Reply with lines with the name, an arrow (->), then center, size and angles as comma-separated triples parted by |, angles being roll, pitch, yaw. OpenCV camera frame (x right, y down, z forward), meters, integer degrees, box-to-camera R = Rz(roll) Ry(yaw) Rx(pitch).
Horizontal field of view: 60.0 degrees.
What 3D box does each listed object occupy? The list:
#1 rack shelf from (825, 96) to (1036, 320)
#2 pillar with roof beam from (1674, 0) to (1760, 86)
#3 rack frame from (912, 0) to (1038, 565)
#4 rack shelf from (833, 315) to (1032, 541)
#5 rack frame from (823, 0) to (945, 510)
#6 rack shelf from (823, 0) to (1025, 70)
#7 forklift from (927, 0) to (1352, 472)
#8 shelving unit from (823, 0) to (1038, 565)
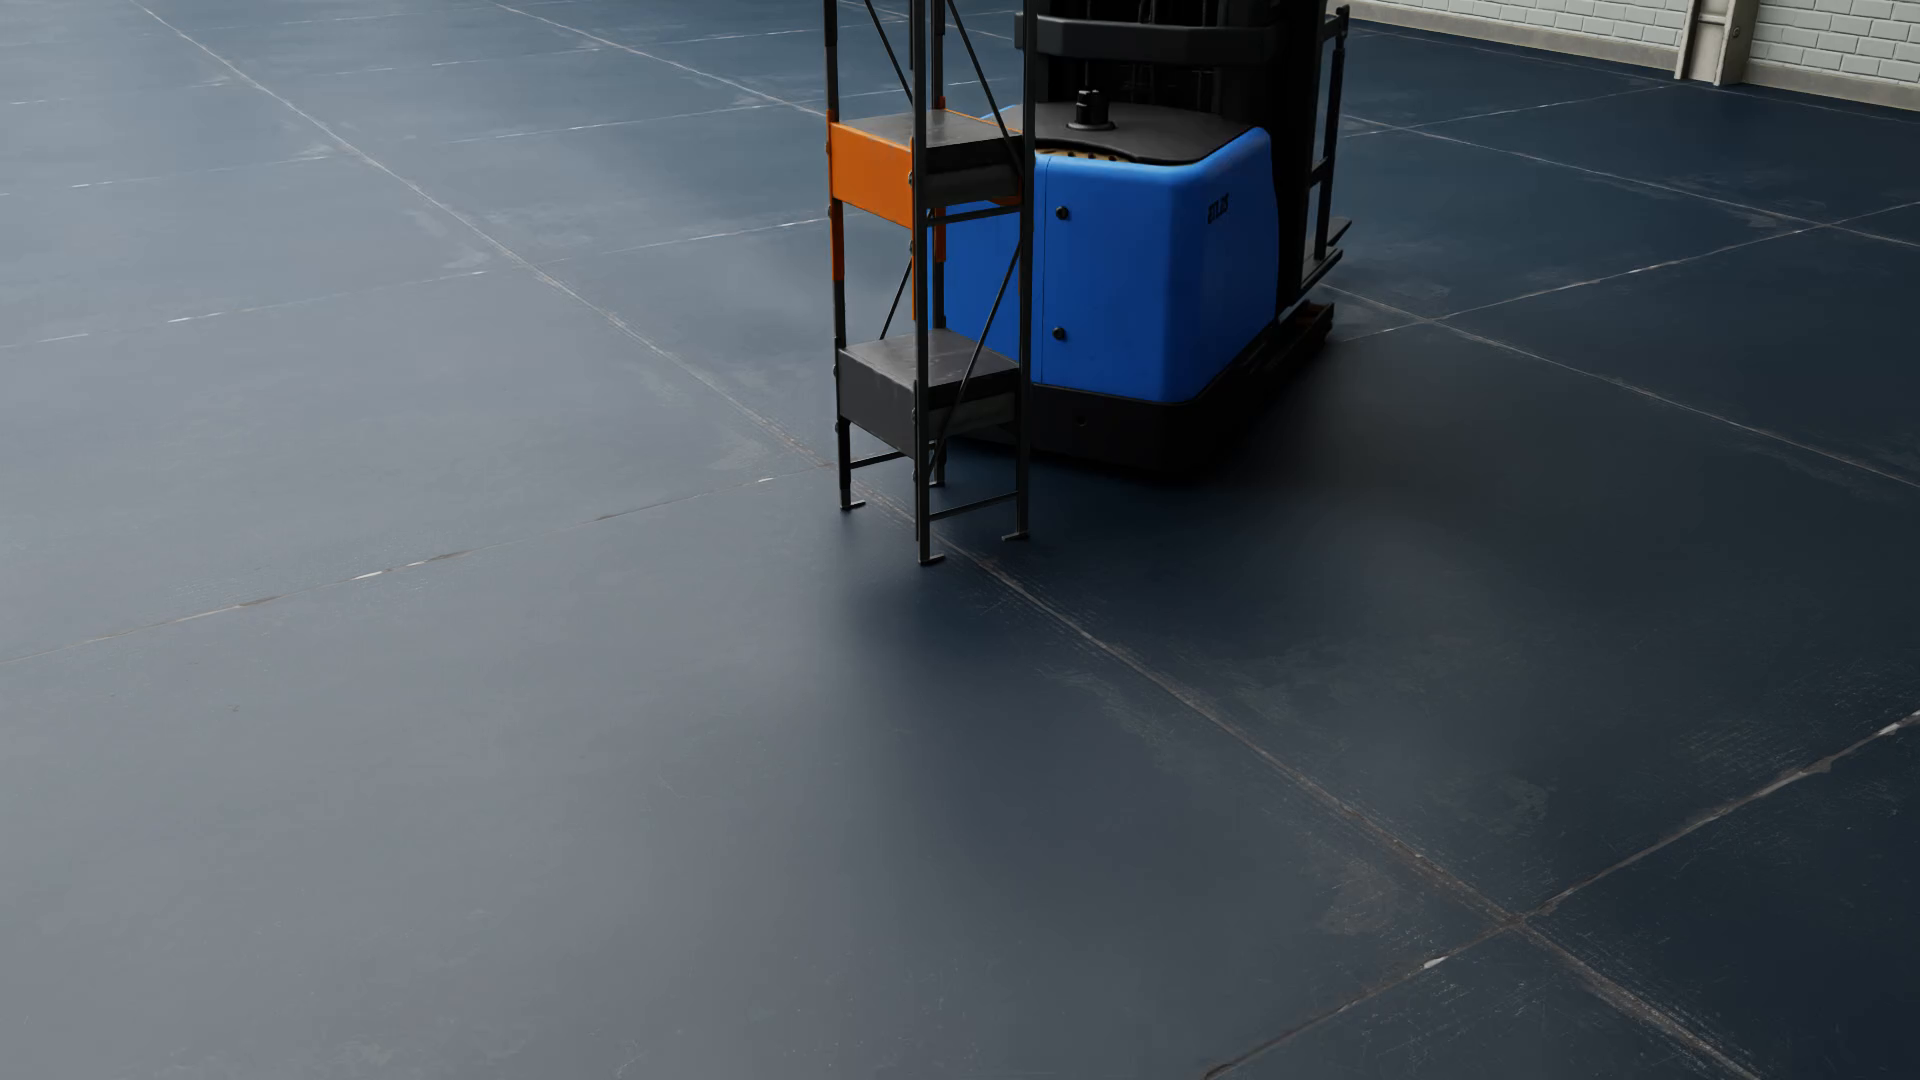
rack shelf -> -0.090, -0.996, 4.933 | 0.431, 0.518, 0.480 | -16, 29, -30
pillar with roof beam -> 2.103, -6.575, 8.636 | 9.100, 9.000, 0.400 | -16, 29, -30
rack frame -> 0.043, -0.921, 4.742 | 0.400, 2.100, 0.015 | -16, 29, -30
rack shelf -> -0.090, -0.363, 5.232 | 0.431, 0.518, 0.480 | -16, 29, -30
rack frame -> -0.224, -1.096, 5.112 | 0.400, 2.100, 0.015 | -16, 29, -30
rack shelf -> -0.090, -1.629, 4.634 | 0.431, 0.518, 0.480 | -16, 29, -30
forklift -> 0.926, -2.152, 6.376 | 1.130, 2.935, 3.031 | 12, 28, 23
shelving unit -> -0.090, -1.009, 4.927 | 0.431, 2.100, 0.503 | -16, 29, -30
